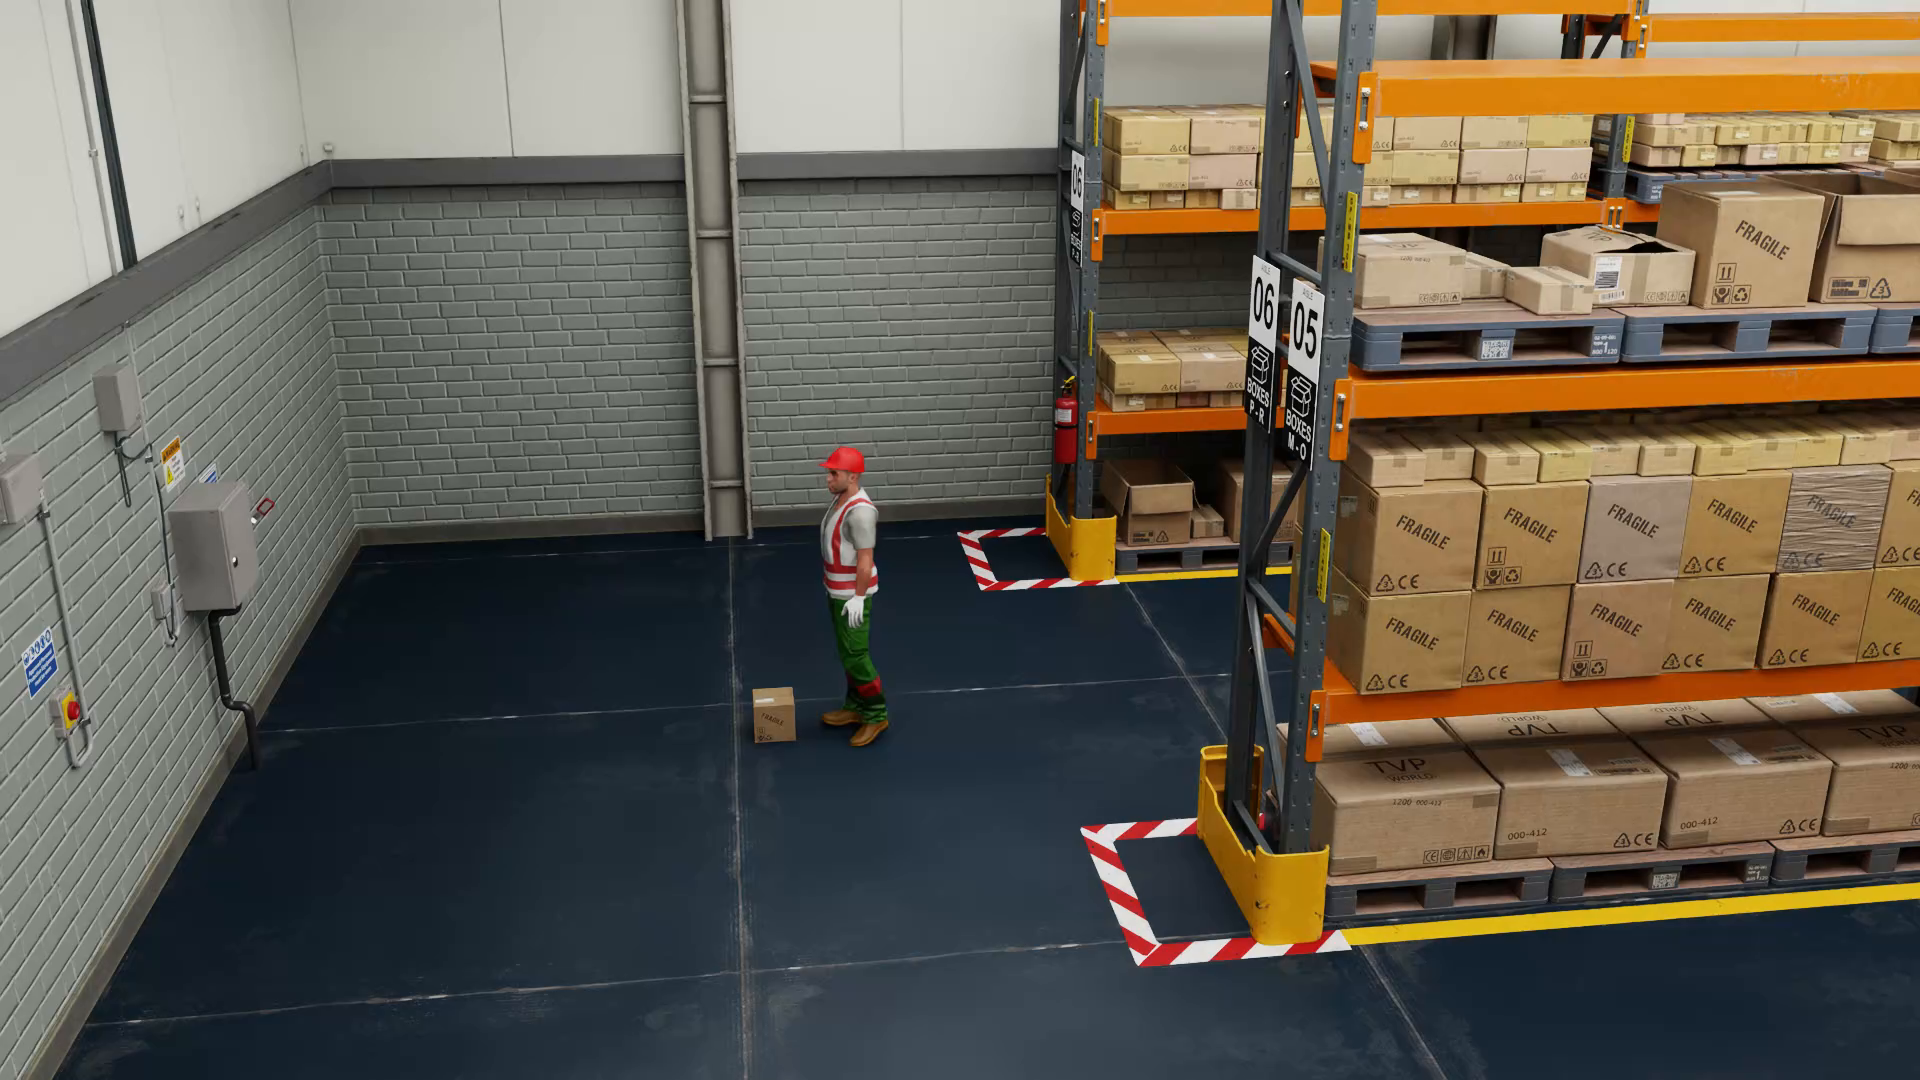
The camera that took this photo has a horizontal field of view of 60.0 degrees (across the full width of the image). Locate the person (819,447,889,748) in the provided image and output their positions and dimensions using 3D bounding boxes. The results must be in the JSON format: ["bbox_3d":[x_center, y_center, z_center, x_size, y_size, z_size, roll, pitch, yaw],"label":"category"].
[{"bbox_3d":[-0.666,0.321,10.107,0.380,1.821,0.595,-6,21,-15],"label":"person"}]
